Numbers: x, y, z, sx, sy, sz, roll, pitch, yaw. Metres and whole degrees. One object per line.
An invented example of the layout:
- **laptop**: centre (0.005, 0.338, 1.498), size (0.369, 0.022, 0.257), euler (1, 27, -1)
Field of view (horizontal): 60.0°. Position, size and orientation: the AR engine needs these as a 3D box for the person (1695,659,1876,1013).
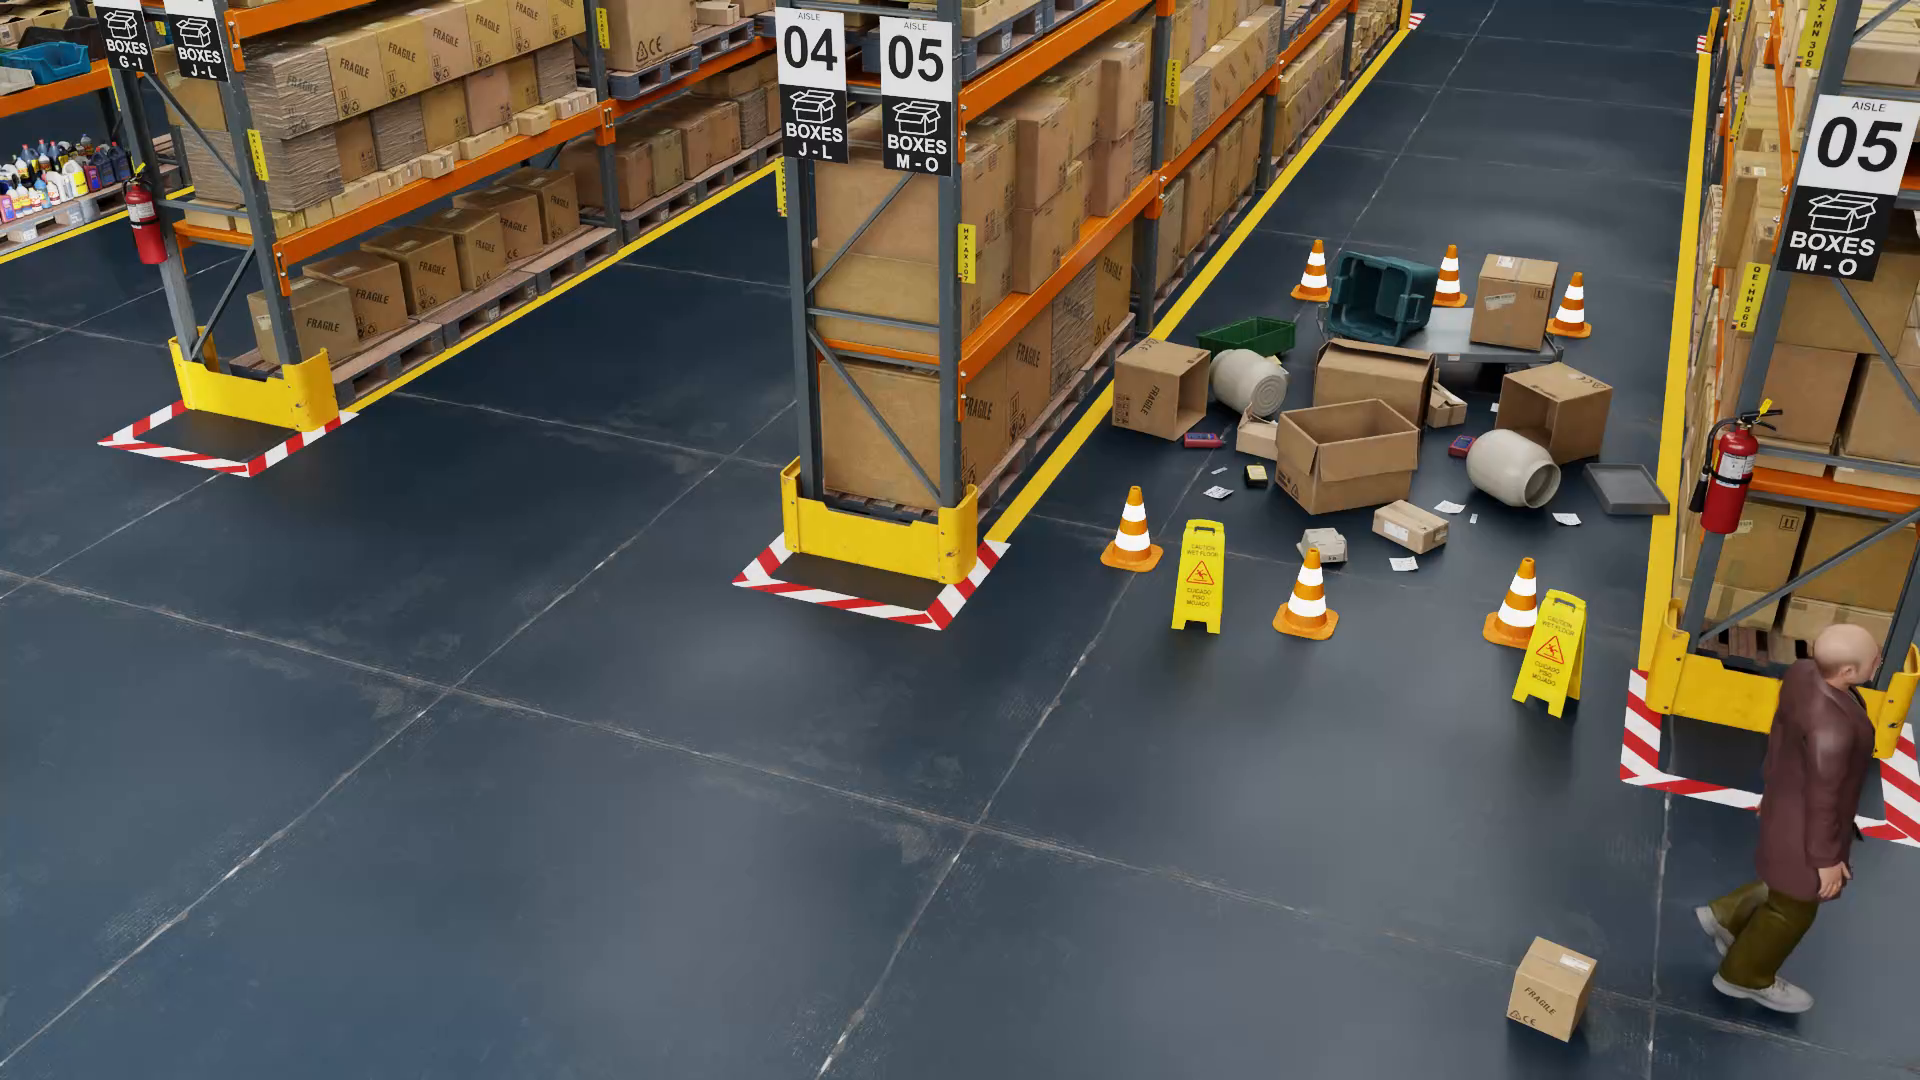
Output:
- **person**: centre (3.265, 1.176, 6.475), size (0.527, 1.567, 0.595), euler (8, 30, 14)
